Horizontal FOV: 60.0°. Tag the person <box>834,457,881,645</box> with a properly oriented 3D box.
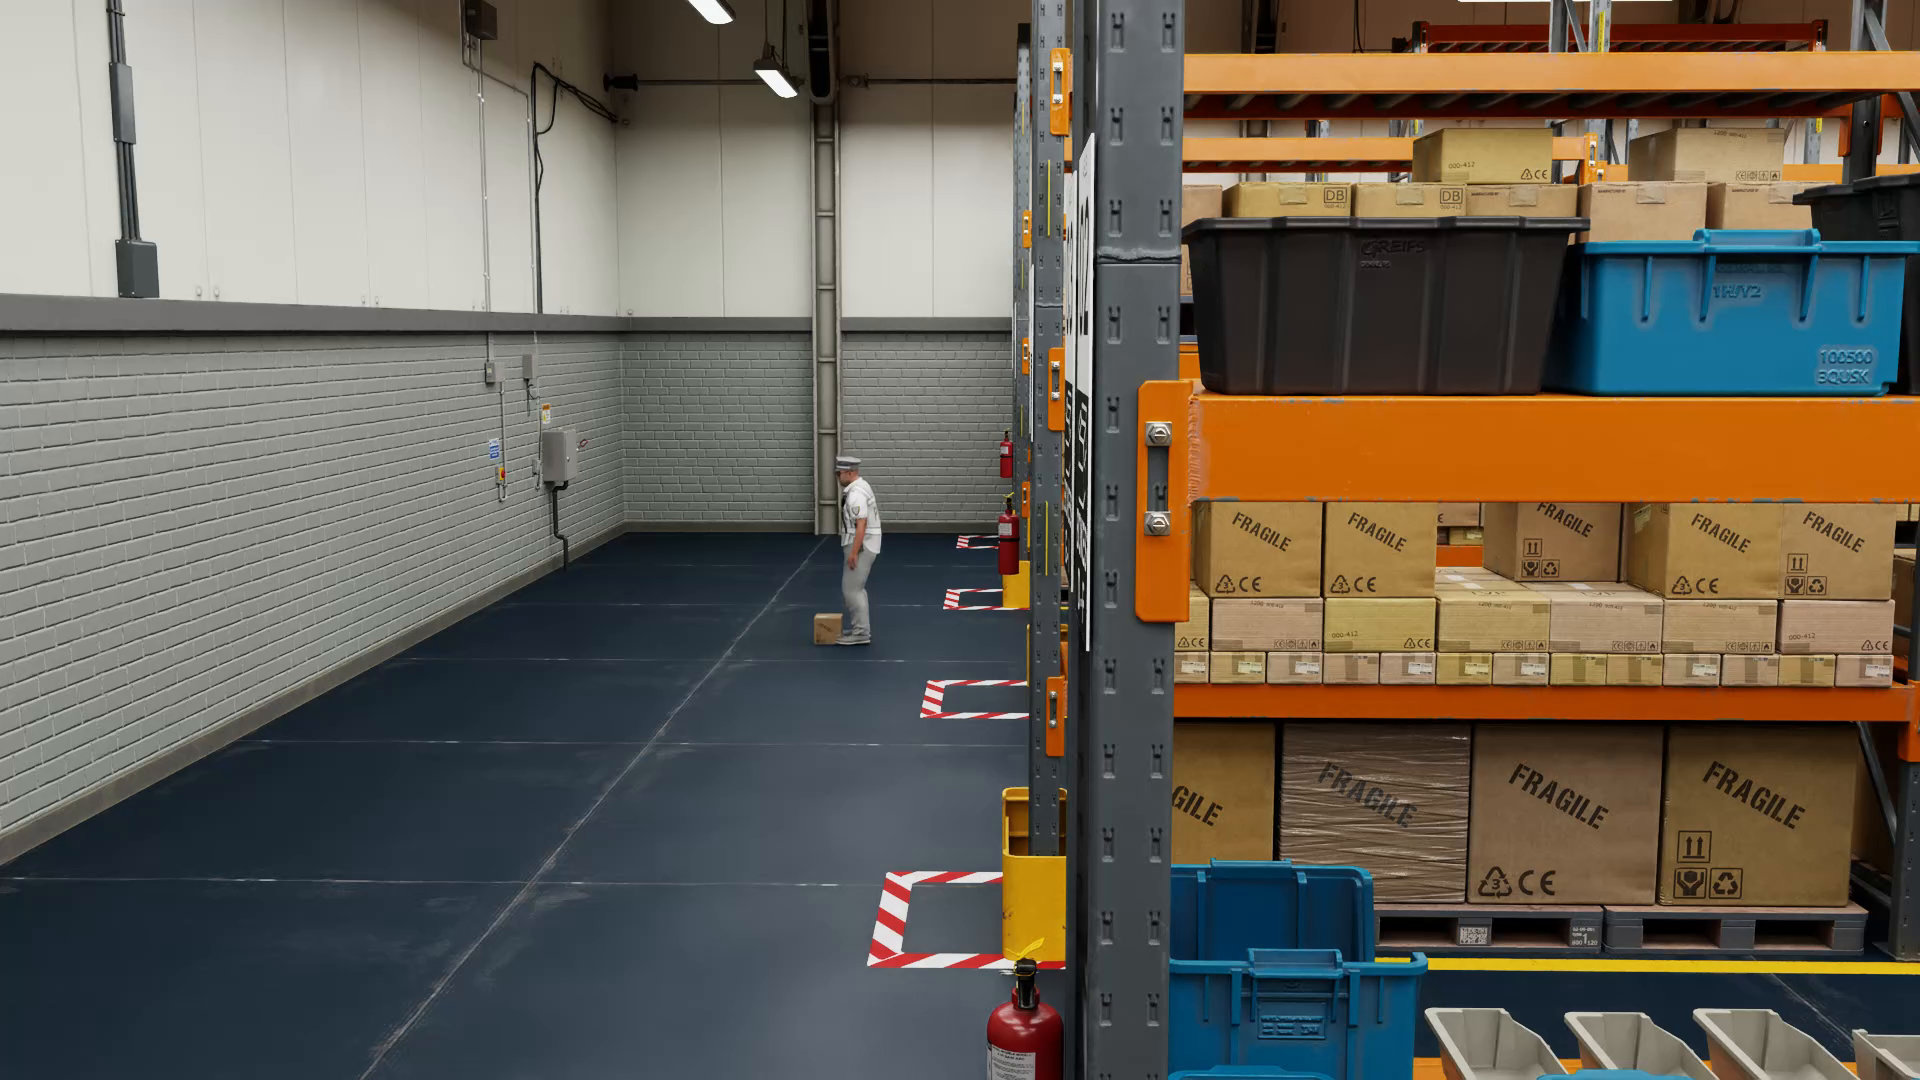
[{"bbox_3d":[-0.952,0.091,15.521,0.436,1.746,0.589,0,7,-1],"label":"person"}]
